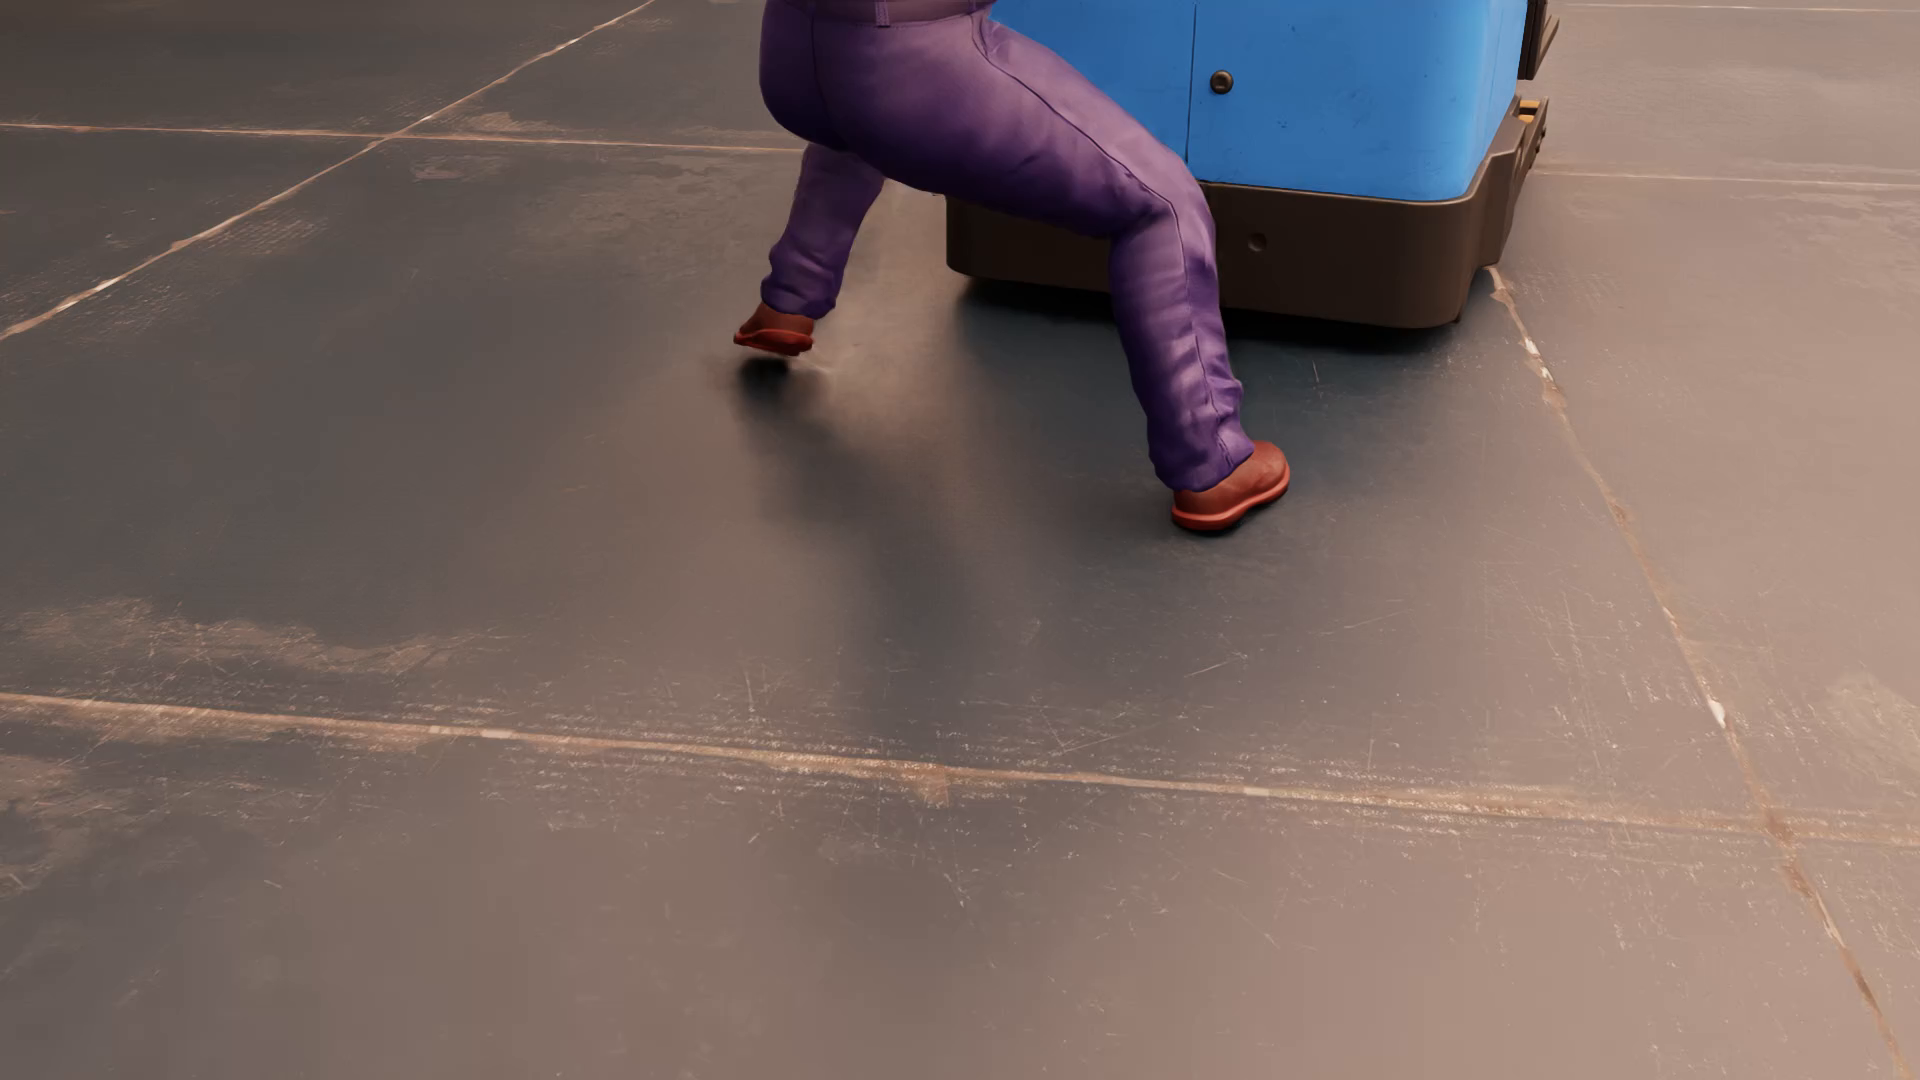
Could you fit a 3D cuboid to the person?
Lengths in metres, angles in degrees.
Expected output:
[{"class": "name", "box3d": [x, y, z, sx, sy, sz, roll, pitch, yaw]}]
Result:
[{"class": "person", "box3d": [-0.088, -0.888, 2.652, 0.793, 1.449, 1.283, -13, 29, -24]}]

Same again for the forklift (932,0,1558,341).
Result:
[{"class": "forklift", "box3d": [0.962, -2.314, 3.856, 1.130, 2.935, 3.031, 10, 28, 19]}]
